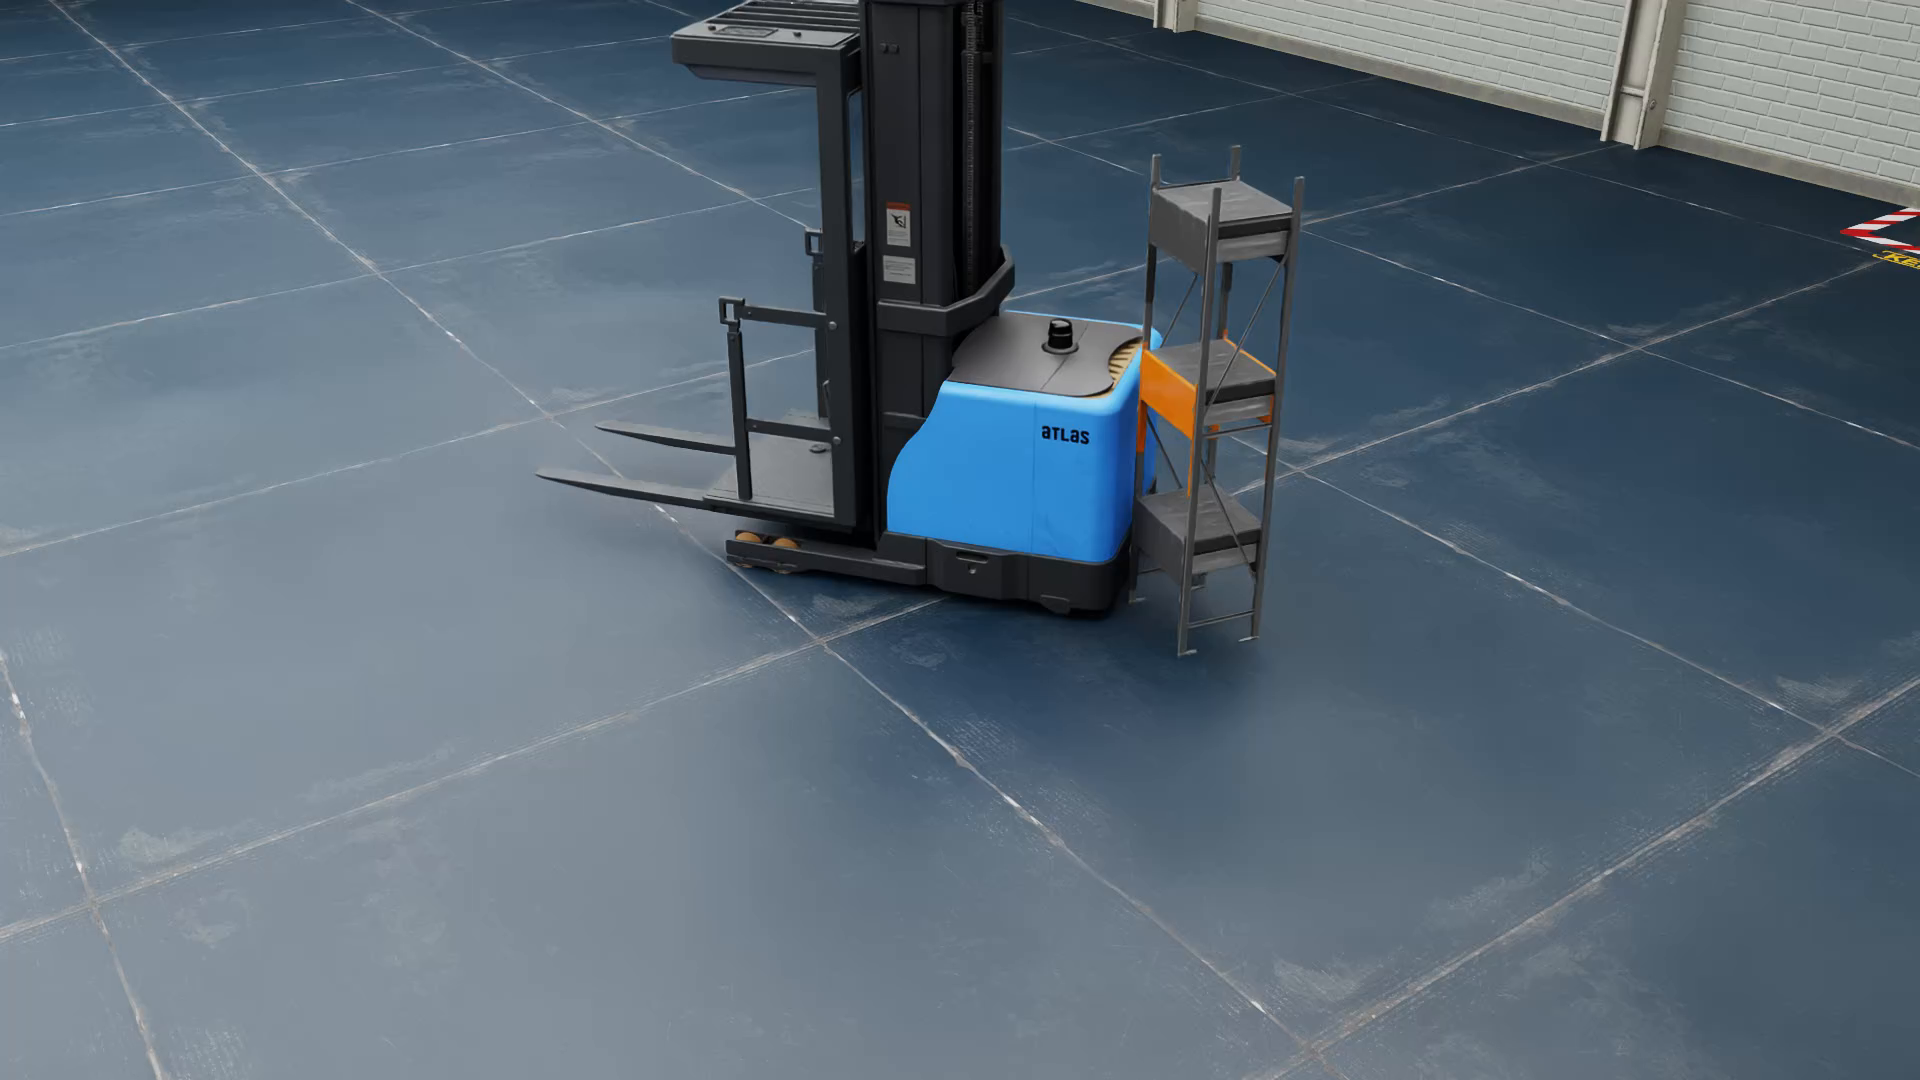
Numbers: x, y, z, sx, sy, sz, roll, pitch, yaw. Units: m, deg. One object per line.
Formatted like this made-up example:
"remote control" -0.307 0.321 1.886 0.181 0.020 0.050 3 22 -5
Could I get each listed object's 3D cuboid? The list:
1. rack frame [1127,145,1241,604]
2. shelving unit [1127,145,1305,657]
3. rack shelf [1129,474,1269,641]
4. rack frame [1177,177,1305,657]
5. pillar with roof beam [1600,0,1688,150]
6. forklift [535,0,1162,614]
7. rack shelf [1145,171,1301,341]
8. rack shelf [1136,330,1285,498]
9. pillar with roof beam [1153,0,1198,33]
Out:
"rack frame" 0.966 -0.664 7.272 0.400 2.100 0.015 -11 30 -19
"shelving unit" 1.055 -0.556 7.073 0.431 2.100 0.503 -11 30 -19
"rack shelf" 1.055 0.072 7.413 0.431 0.518 0.480 -11 30 -19
"rack frame" 1.145 -0.447 6.873 0.400 2.100 0.015 -11 30 -19
"pillar with roof beam" 2.431 -6.292 10.406 9.100 9.000 0.400 -19 34 -31
"forklift" -0.607 -1.354 7.672 3.031 2.935 1.130 9 30 16
"rack shelf" 1.055 -1.159 6.745 0.431 0.518 0.480 -11 30 -19
"rack shelf" 1.055 -0.544 7.079 0.431 0.518 0.480 -11 30 -19
"pillar with roof beam" -1.050 -8.624 14.701 9.100 9.000 0.400 -19 34 -31
